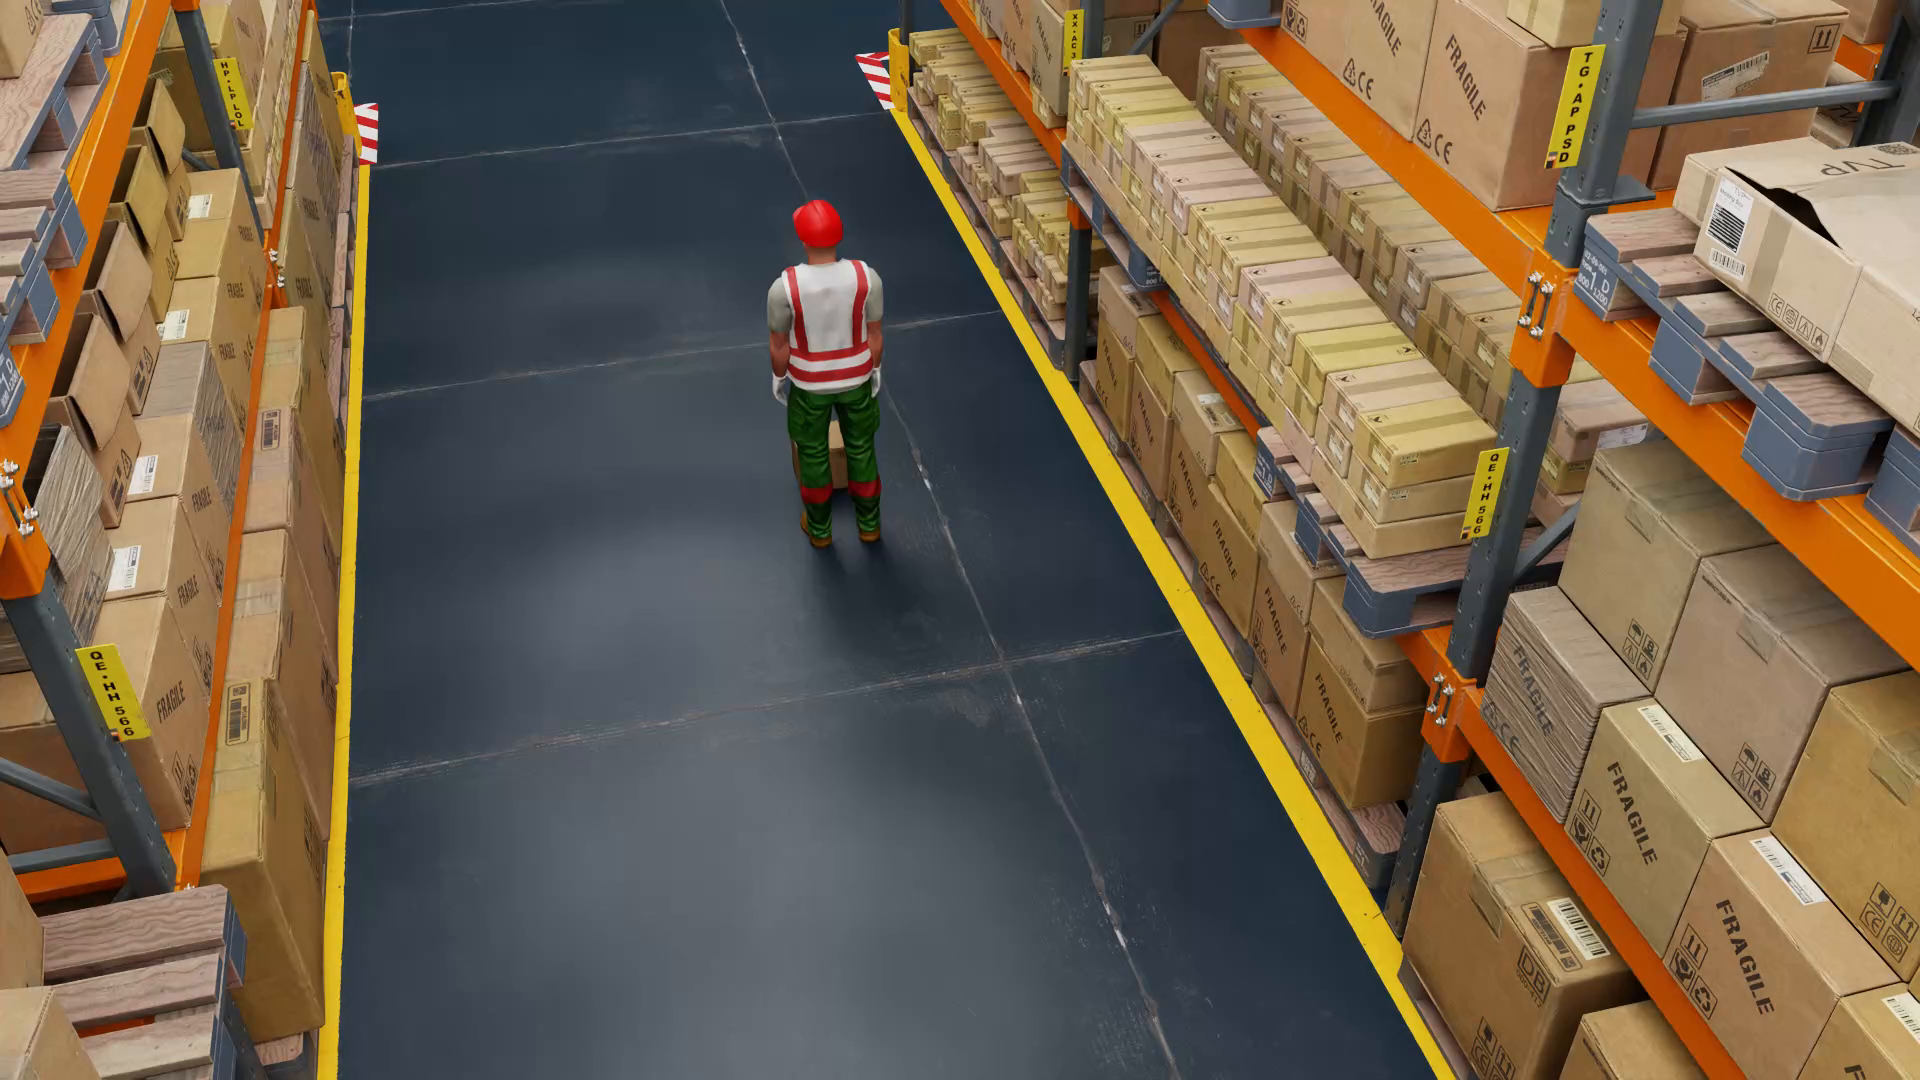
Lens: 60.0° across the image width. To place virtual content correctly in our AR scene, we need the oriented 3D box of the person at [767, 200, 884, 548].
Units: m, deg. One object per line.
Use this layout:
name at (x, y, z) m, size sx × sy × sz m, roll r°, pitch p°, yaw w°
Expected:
person at (-0.608, -0.746, 7.666) m, size 0.525 × 1.806 × 0.349 m, roll -9°, pitch 39°, yaw -11°
